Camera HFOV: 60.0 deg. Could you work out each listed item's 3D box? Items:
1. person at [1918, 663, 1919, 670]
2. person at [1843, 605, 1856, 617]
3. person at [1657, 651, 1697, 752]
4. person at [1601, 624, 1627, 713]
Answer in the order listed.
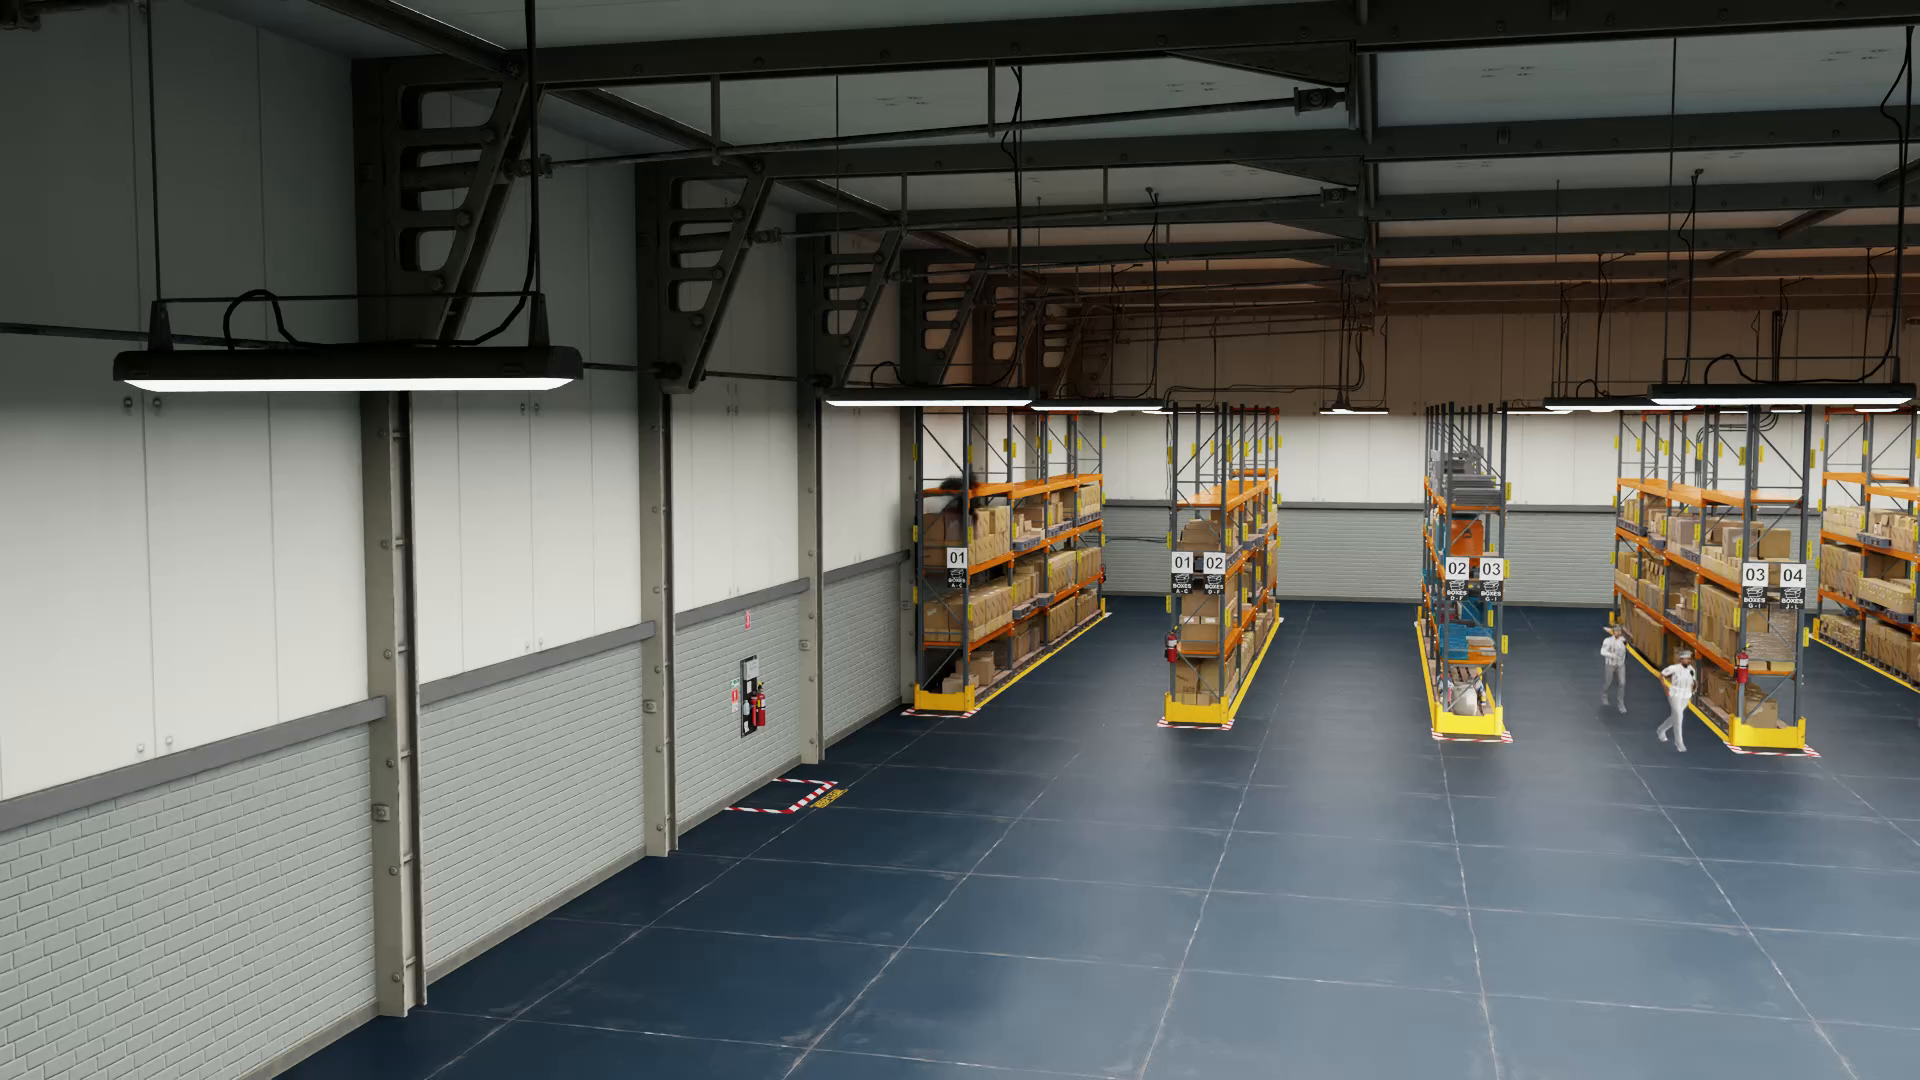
[{"bbox_3d":[17.728,2.658,30.177,0.568,1.713,0.819,1,4,16],"label":"person"},{"bbox_3d":[23.749,1.583,44.173,0.769,1.839,0.701,1,4,18],"label":"person"},{"bbox_3d":[12.508,2.761,28.903,0.595,1.721,0.895,-1,4,-12],"label":"person"},{"bbox_3d":[12.803,2.470,32.553,0.562,1.719,0.857,0,4,5],"label":"person"}]
